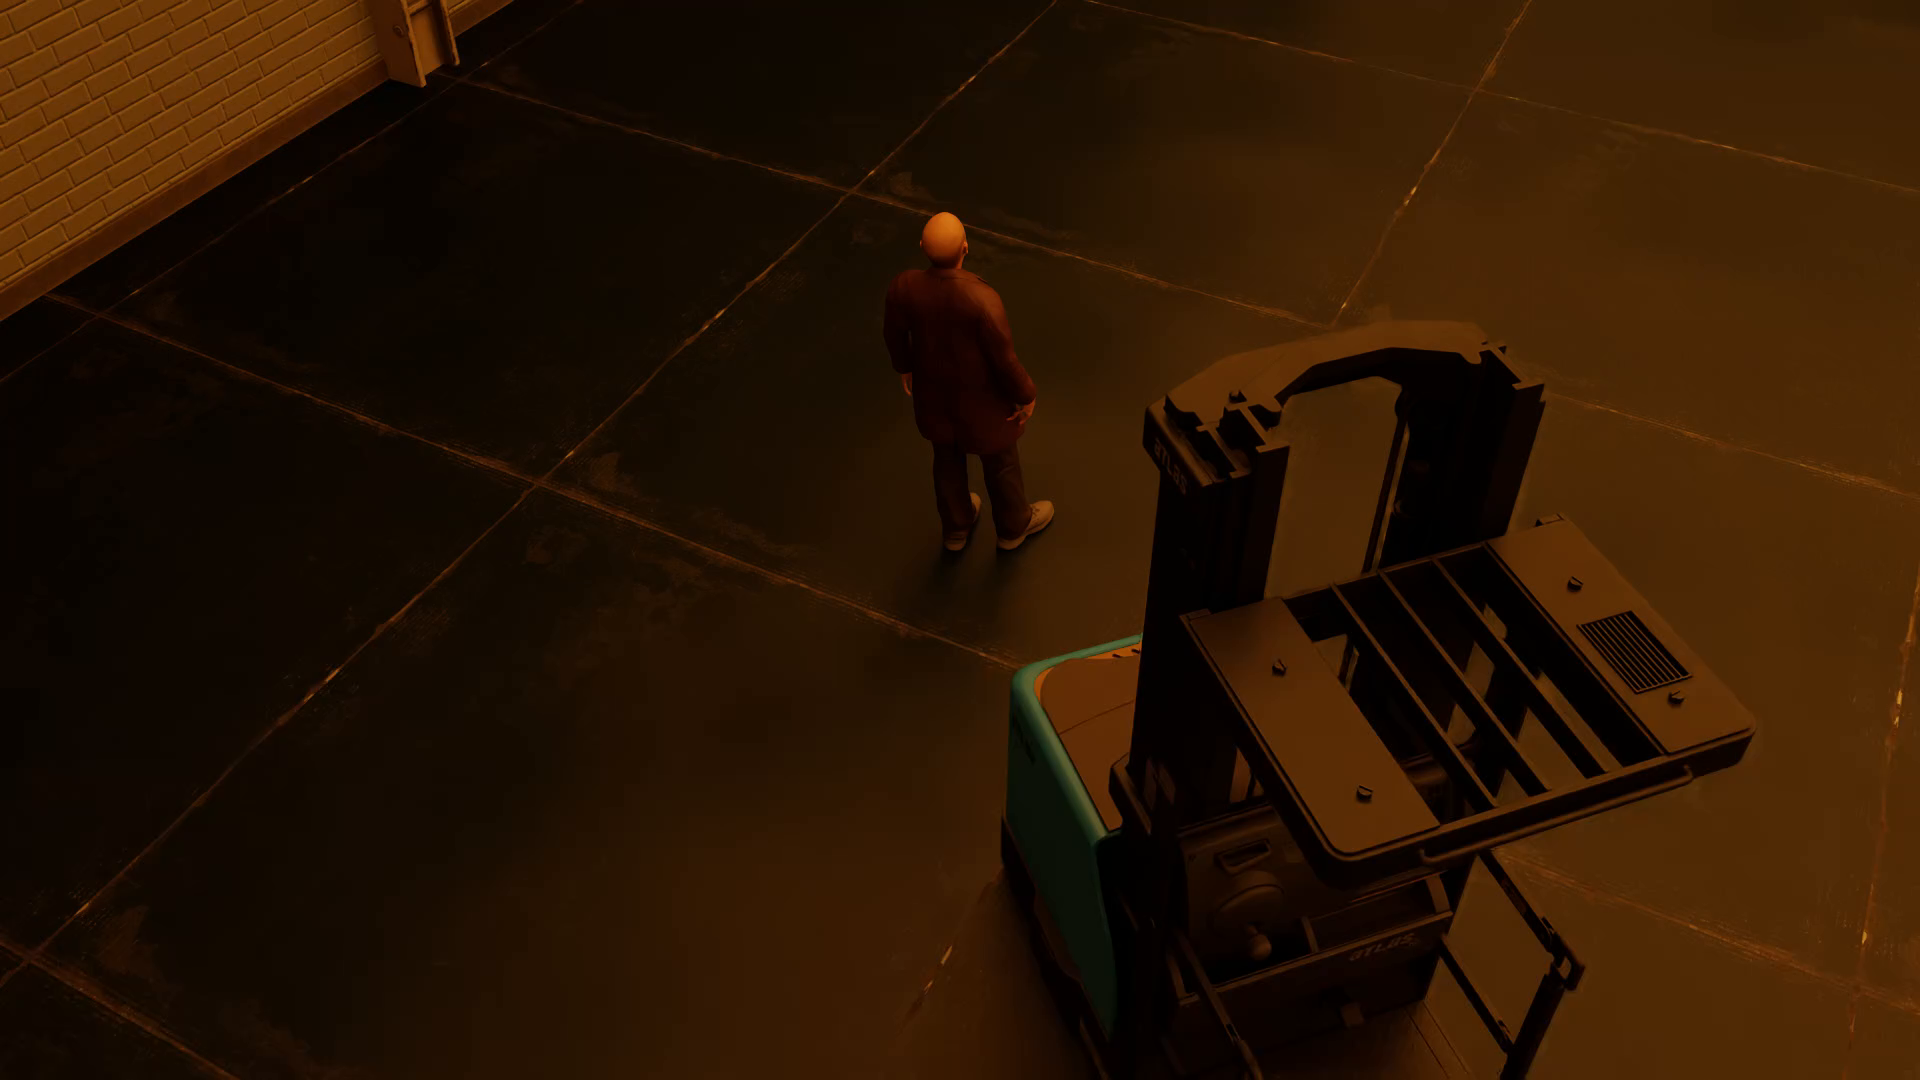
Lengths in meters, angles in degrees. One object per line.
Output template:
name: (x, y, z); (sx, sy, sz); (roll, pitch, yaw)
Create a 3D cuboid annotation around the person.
person: (0.047, -0.705, 7.234); (0.694, 1.775, 0.582); (20, 47, 20)

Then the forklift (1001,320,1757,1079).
forklift: (1.135, 0.999, 4.594); (1.130, 2.935, 3.031); (-14, 45, -14)
